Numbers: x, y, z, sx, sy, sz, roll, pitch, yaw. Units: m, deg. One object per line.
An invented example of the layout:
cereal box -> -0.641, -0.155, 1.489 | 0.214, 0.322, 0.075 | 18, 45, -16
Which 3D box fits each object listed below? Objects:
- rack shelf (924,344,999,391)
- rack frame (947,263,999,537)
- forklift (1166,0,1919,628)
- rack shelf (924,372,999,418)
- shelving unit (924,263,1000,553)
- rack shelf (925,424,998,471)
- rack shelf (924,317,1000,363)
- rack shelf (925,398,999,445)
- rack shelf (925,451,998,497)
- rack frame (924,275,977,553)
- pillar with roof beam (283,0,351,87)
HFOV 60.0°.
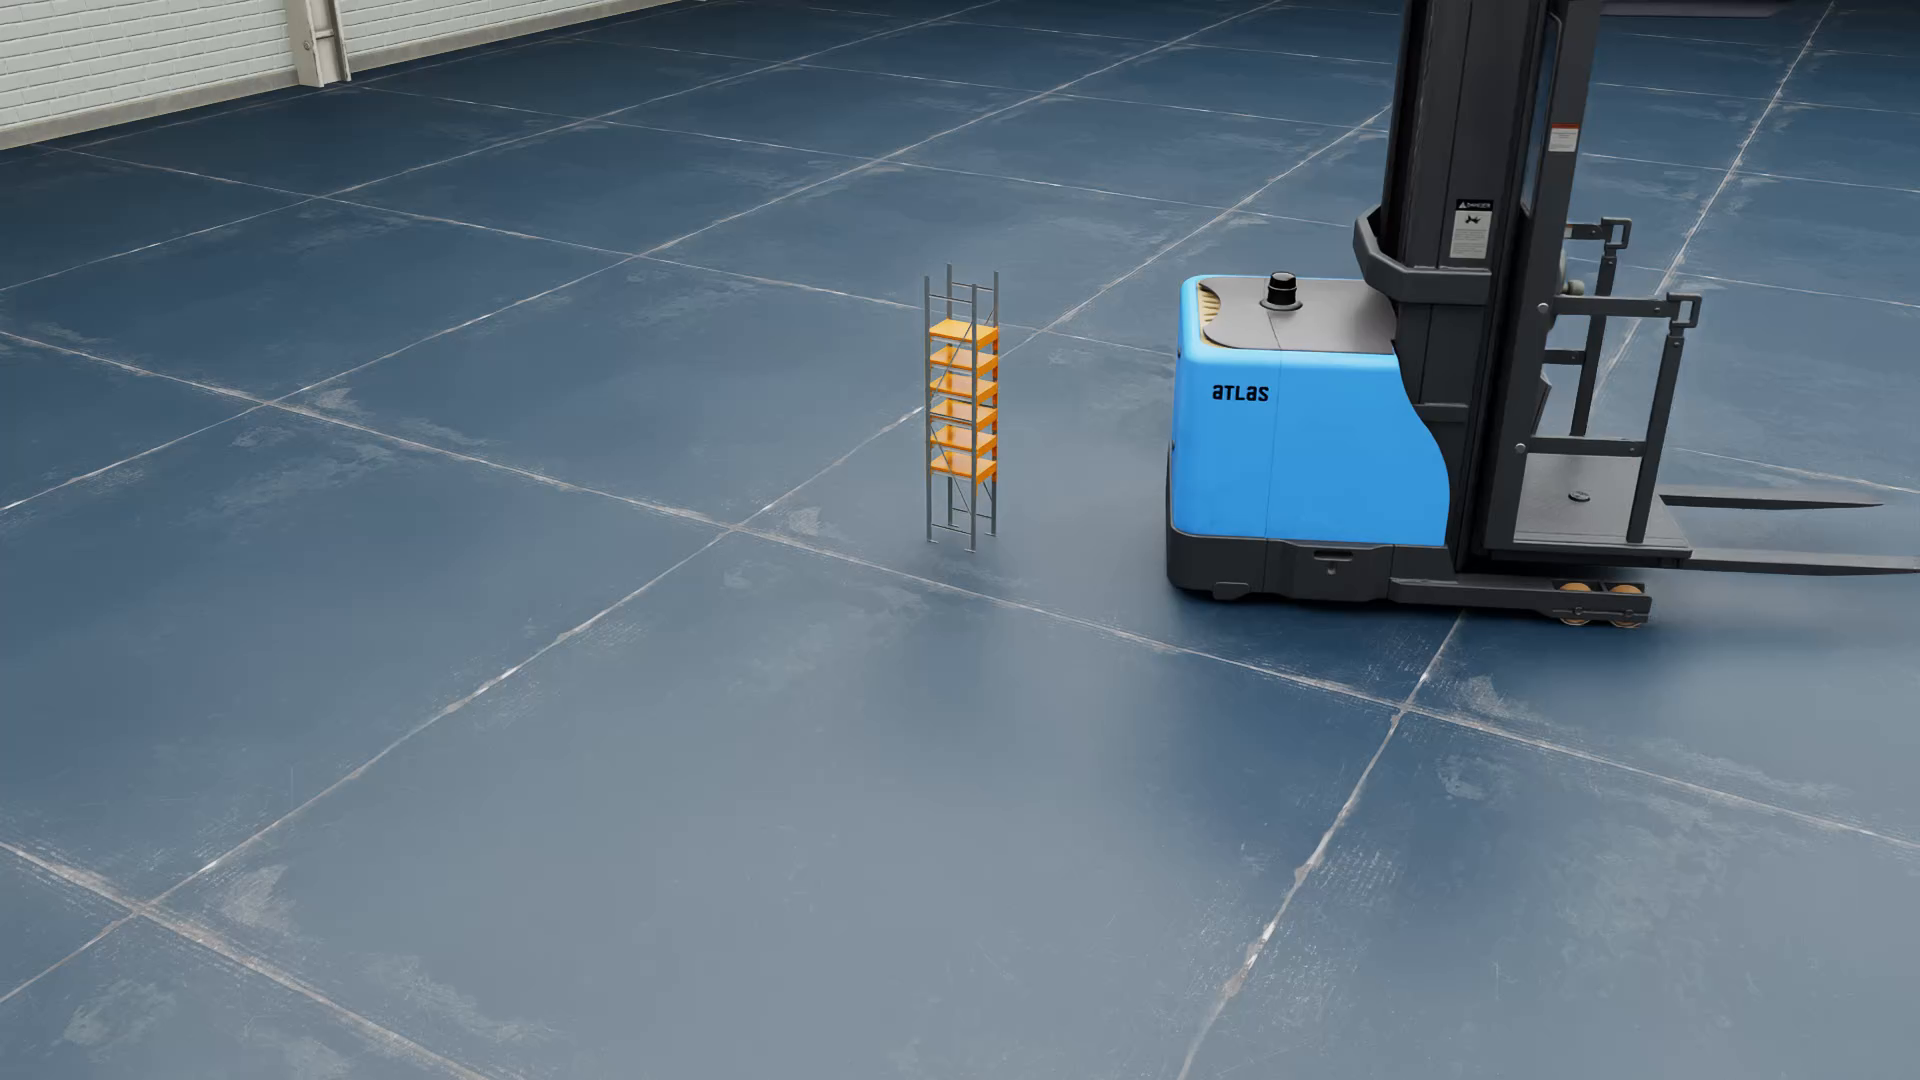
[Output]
rack shelf -> 0.007, -0.717, 6.905 | 0.258, 0.103, 0.180 | 14, 30, 26
rack frame -> 0.052, -0.578, 7.064 | 0.240, 1.200, 0.006 | 14, 30, 26
forklift -> 2.396, -1.215, 6.402 | 3.031, 2.935, 1.130 | 3, 27, 5
rack shelf -> 0.007, -0.610, 6.959 | 0.258, 0.103, 0.180 | 14, 30, 26
shelving unit -> 0.007, -0.542, 6.993 | 0.258, 1.200, 0.189 | 14, 30, 26
rack shelf -> 0.007, -0.395, 7.066 | 0.258, 0.103, 0.180 | 14, 30, 26
rack shelf -> 0.007, -0.824, 6.851 | 0.258, 0.103, 0.180 | 14, 30, 26
rack shelf -> 0.007, -0.502, 7.013 | 0.258, 0.103, 0.180 | 14, 30, 26
rack shelf -> 0.007, -0.288, 7.120 | 0.258, 0.103, 0.180 | 14, 30, 26
rack frame -> -0.038, -0.507, 6.921 | 0.240, 1.200, 0.006 | 14, 30, 26
pillar with roof beam -> -2.410, -7.515, 12.210 | 9.100, 9.000, 0.400 | 14, 30, 26
